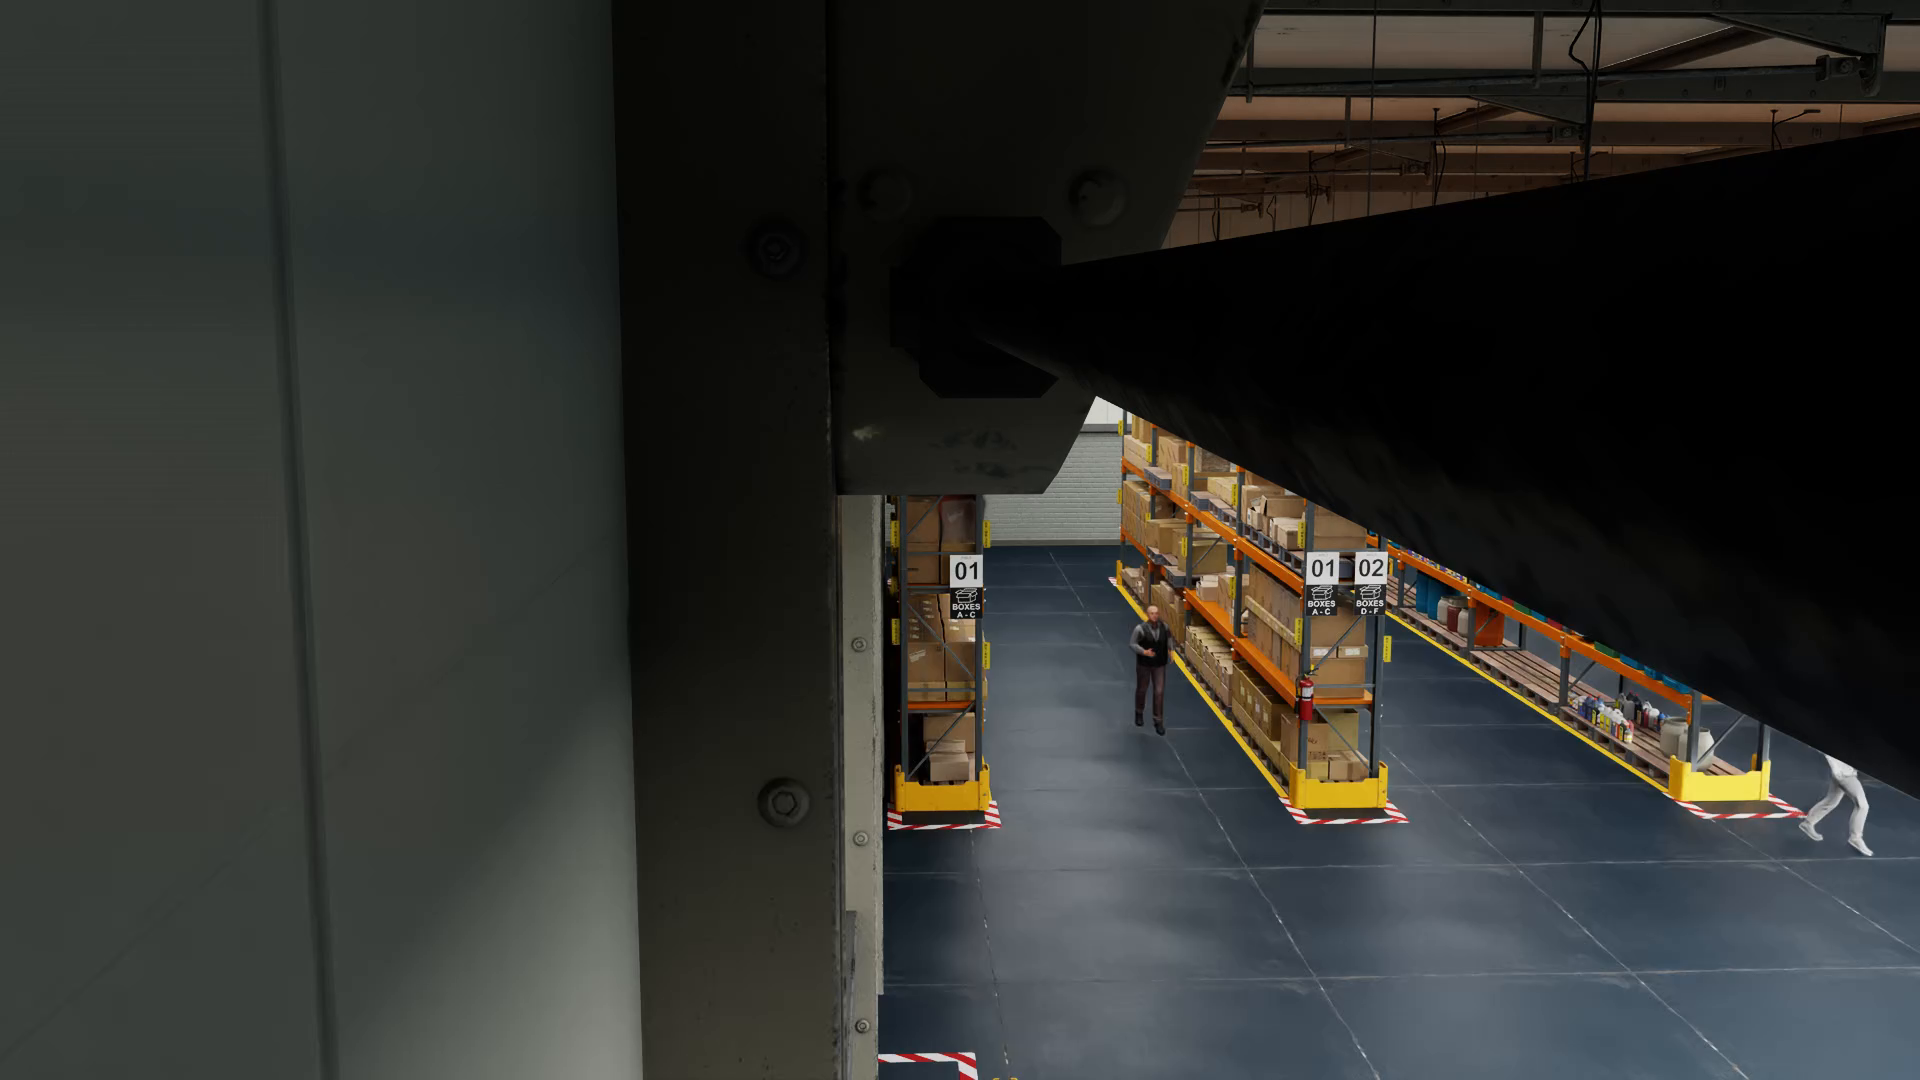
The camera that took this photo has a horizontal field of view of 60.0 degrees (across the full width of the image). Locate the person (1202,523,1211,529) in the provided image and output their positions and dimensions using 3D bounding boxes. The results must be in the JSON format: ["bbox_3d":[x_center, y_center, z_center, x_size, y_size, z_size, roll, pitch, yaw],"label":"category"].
[{"bbox_3d":[5.446,0.029,36.972,0.655,1.777,0.688,6,10,36],"label":"person"}]

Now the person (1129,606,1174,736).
[{"bbox_3d":[2.689,1.787,23.291,0.676,1.768,0.822,-1,9,-9],"label":"person"}]

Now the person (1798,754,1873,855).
[{"bbox_3d":[10.139,2.710,19.075,0.822,1.718,0.551,5,10,31],"label":"person"}]
